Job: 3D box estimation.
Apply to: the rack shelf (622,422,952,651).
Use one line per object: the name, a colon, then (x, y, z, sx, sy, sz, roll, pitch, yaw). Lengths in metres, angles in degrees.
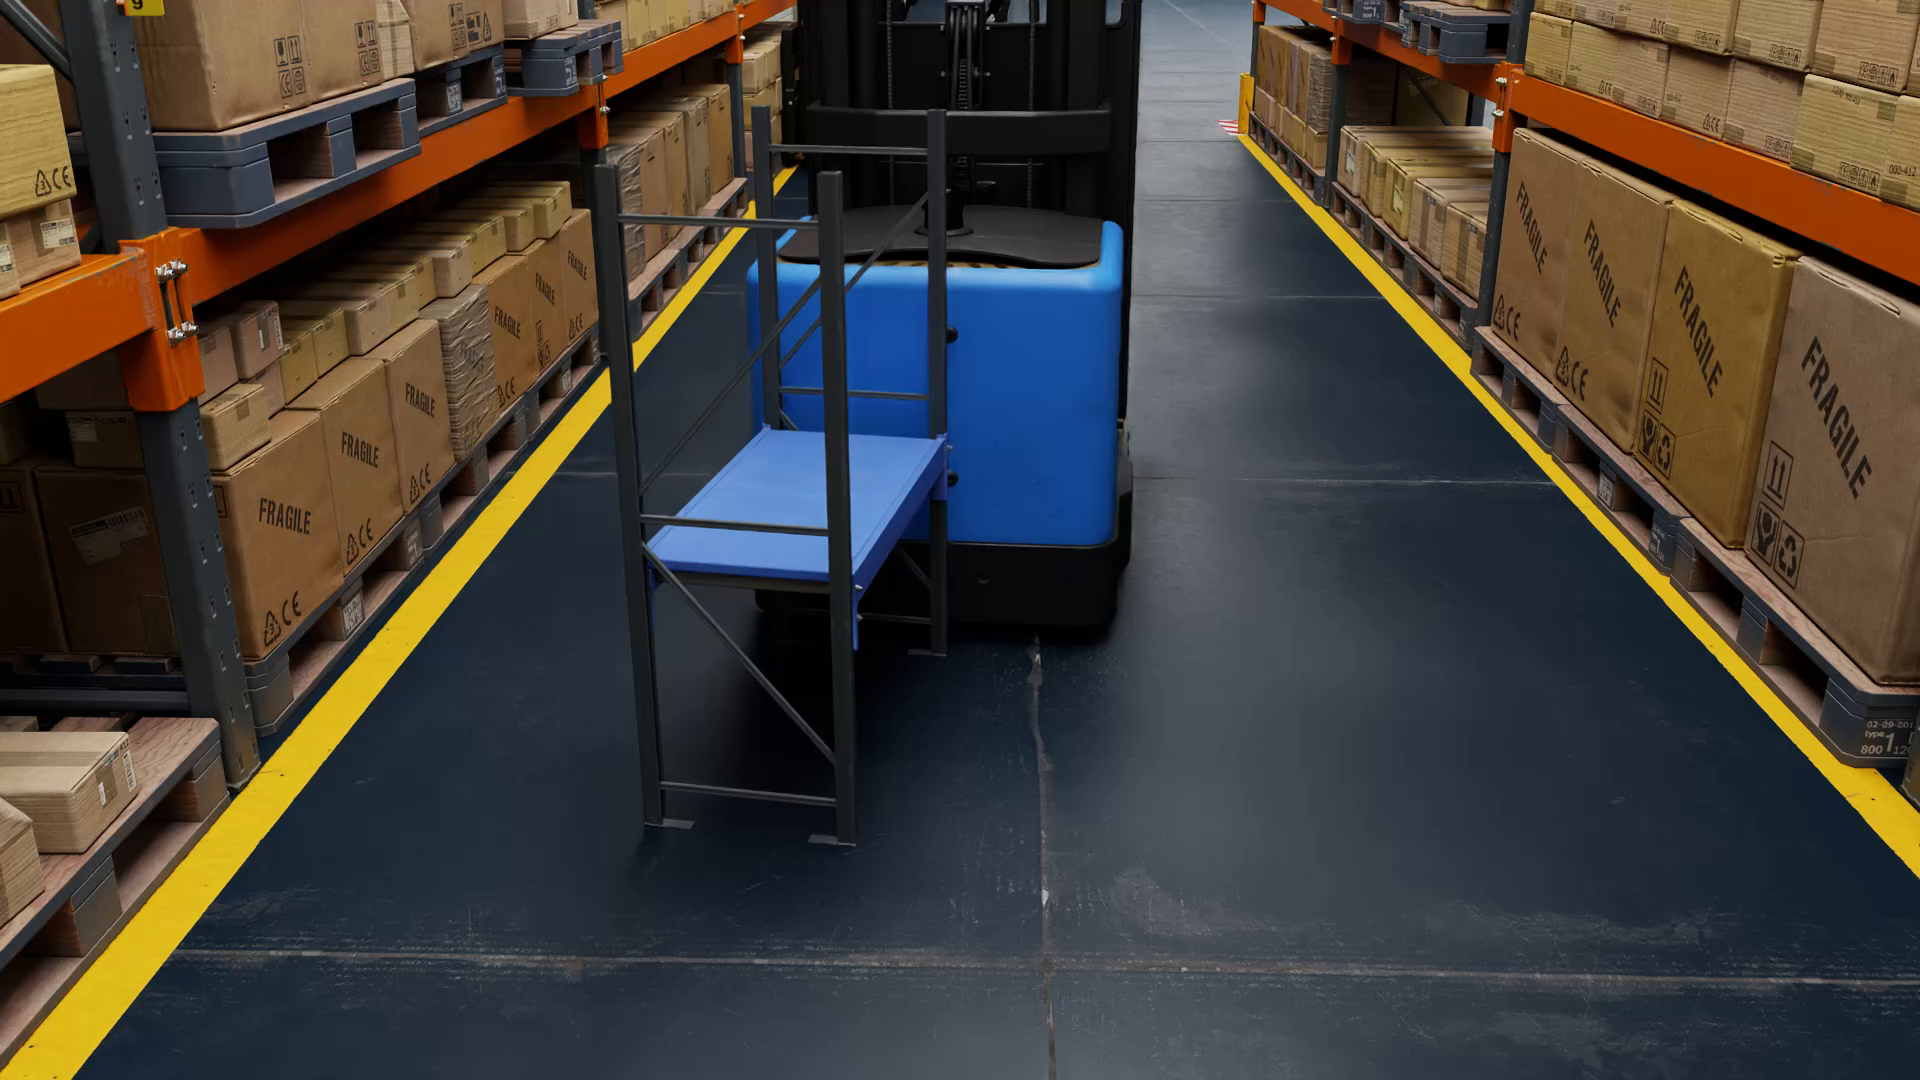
rack shelf: (-0.379, -0.040, 4.056, 0.538, 0.185, 1.000, 4, 22, 10)

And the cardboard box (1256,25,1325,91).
cardboard box: (2.809, -4.074, 14.066, 0.500, 0.500, 0.500, 0, 21, 0)

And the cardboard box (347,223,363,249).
cardboard box: (-2.486, -1.132, 6.279, 0.380, 0.149, 0.250, 0, 21, -1)

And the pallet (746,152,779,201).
pallet: (-1.907, -2.702, 12.201, 1.003, 0.211, 1.213, 1, 21, 2)

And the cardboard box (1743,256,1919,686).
cardboard box: (2.684, -0.199, 4.253, 0.875, 0.875, 0.875, 1, 21, 3)

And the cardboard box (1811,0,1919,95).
cardboard box: (2.523, -1.275, 4.185, 0.500, 0.250, 0.500, 1, 21, 3)

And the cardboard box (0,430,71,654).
cardboard box: (-2.497, -0.034, 4.344, 0.500, 0.500, 0.500, 1, 21, 1)

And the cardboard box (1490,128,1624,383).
cardboard box: (2.762, -1.172, 6.759, 0.875, 0.875, 0.875, 0, 21, 1)

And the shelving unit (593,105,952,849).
shelving unit: (-0.379, -0.208, 3.991, 0.538, 1.500, 1.048, 4, 22, 10)

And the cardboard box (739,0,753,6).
cardboard box: (-1.699, -3.919, 11.344, 0.500, 0.500, 0.500, 0, 21, 0)

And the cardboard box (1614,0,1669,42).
cardboard box: (2.560, -1.831, 5.618, 0.500, 0.250, 0.500, 1, 21, 1)

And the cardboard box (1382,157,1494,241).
cardboard box: (2.937, -1.931, 9.412, 0.950, 0.372, 0.625, 1, 21, 3)

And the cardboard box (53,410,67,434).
cardboard box: (-2.491, -0.387, 4.357, 0.380, 0.149, 0.250, 1, 21, 2)

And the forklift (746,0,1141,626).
forklift: (0.061, -1.614, 5.638, 1.130, 2.935, 3.031, 2, 21, 5)

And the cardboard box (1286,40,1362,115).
cardboard box: (2.766, -3.510, 12.613, 0.500, 0.500, 0.500, 2, 21, 4)

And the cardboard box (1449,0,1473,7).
cardboard box: (2.540, -2.604, 7.861, 0.380, 0.149, 0.250, 0, 21, 1)

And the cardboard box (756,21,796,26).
cardboard box: (-1.554, -4.371, 14.486, 0.500, 0.250, 0.500, 1, 21, 3)

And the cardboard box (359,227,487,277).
cardboard box: (-1.947, -1.041, 6.044, 0.380, 0.149, 0.250, 0, 21, 1)

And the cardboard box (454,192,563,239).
cardboard box: (-1.834, -1.321, 6.765, 0.380, 0.149, 0.250, 0, 21, -1)

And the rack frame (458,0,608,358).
rack frame: (-2.095, -2.269, 7.229, 1.000, 3.000, 0.127, 1, 21, 2)

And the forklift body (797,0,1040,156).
forklift body: (-0.086, -4.060, 13.019, 2.313, 2.155, 1.214, 1, 21, 2)

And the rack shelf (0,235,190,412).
rack shelf: (-2.278, 0.236, 1.768, 1.077, 0.370, 4.000, 1, 21, 2)

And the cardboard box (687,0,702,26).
cardboard box: (-1.783, -3.099, 9.576, 0.500, 0.250, 0.500, 1, 21, 2)

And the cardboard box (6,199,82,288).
cardboard box: (-1.974, -0.587, 3.243, 0.380, 0.149, 0.250, 1, 21, 2)

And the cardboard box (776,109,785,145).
cardboard box: (-1.628, -3.170, 12.772, 0.500, 0.250, 0.500, 1, 21, 3)

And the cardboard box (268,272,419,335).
cardboard box: (-1.963, -0.755, 5.306, 0.380, 0.149, 0.250, 1, 21, 4)

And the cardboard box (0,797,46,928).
cardboard box: (-1.951, 0.590, 3.060, 0.396, 0.266, 0.258, 1, 21, 4)

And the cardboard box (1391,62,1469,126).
cardboard box: (3.276, -3.135, 11.647, 0.500, 0.500, 0.500, 2, 21, 4)

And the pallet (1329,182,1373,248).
pallet: (2.966, -2.080, 10.598, 1.003, 0.211, 1.213, 1, 21, 2)

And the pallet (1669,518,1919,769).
pallet: (2.693, 0.251, 4.590, 1.003, 0.211, 1.213, 1, 21, 2)

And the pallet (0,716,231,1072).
pallet: (-2.239, 0.726, 3.366, 1.003, 0.211, 1.213, 1, 21, 2)

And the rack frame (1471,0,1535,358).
rack frame: (2.866, -2.215, 7.092, 1.000, 3.000, 0.127, 1, 21, 2)

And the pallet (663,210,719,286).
pallet: (-1.991, -1.706, 9.633, 1.003, 0.211, 1.213, 1, 21, 2)

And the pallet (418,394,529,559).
pallet: (-2.196, -0.259, 5.905, 1.003, 0.211, 1.213, 1, 21, 2)

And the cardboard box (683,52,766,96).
cardboard box: (-1.645, -3.266, 11.639, 0.500, 0.250, 0.500, 0, 21, 1)

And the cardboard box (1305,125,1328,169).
cardboard box: (2.737, -2.792, 11.799, 0.500, 0.250, 0.500, 2, 21, 4)

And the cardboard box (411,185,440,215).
cardboard box: (-2.422, -1.416, 7.011, 0.380, 0.149, 0.250, 2, 21, 4)

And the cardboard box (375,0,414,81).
cardboard box: (-1.791, -1.454, 4.734, 0.396, 0.266, 0.258, 2, 21, 4)

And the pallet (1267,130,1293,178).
pallet: (3.007, -3.047, 13.090, 1.003, 0.211, 1.213, 1, 21, 2)

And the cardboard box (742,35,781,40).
cardboard box: (-1.592, -3.821, 13.068, 0.500, 0.250, 0.500, 0, 21, 1)

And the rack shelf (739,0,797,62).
rack shelf: (-1.913, -4.103, 12.950, 1.077, 0.370, 4.000, 1, 21, 2)

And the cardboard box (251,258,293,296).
cardboard box: (-2.459, -0.851, 5.554, 0.380, 0.149, 0.250, 0, 21, -1)

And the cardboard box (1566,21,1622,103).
cardboard box: (2.602, -1.785, 6.191, 0.500, 0.250, 0.500, 0, 21, 0)

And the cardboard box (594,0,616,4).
cardboard box: (-1.812, -2.589, 7.572, 0.500, 0.250, 0.500, 1, 21, 2)

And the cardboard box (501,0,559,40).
cardboard box: (-1.804, -2.009, 6.188, 0.500, 0.250, 0.500, 0, 21, -1)

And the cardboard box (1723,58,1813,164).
cardboard box: (2.557, -1.230, 4.761, 0.500, 0.250, 0.500, 0, 21, 0)

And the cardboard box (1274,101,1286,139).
cardboard box: (2.782, -3.351, 13.240, 0.500, 0.250, 0.500, 2, 21, 5)

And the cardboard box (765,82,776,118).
cardboard box: (-1.637, -3.215, 12.199, 0.500, 0.250, 0.500, 1, 21, 1)

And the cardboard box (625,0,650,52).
cardboard box: (-1.817, -2.538, 8.131, 0.500, 0.250, 0.500, 0, 21, 0)

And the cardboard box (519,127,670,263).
cardboard box: (-2.050, -1.819, 8.773, 0.875, 0.625, 0.625, 1, 21, 3)

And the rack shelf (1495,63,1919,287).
rack shelf: (2.806, -1.157, 5.358, 1.077, 0.370, 4.000, 1, 21, 2)

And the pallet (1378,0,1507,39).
pallet: (2.886, -2.842, 8.972, 1.003, 0.211, 1.213, 1, 21, 2)

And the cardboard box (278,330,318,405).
cardboard box: (-2.012, -0.476, 4.587, 0.380, 0.149, 0.250, 0, 21, -1)

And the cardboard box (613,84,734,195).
cardboard box: (-1.978, -2.615, 10.823, 0.875, 0.625, 0.625, 2, 21, 4)

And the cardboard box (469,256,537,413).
cardboard box: (-1.932, -0.774, 6.251, 0.500, 0.500, 0.500, 2, 21, 4)

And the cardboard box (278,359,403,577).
cardboard box: (-1.971, -0.218, 4.819, 0.500, 0.500, 0.500, 0, 21, 1)

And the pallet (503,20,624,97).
pallet: (-2.046, -1.933, 6.630, 1.213, 0.211, 1.003, 1, 21, 2)
